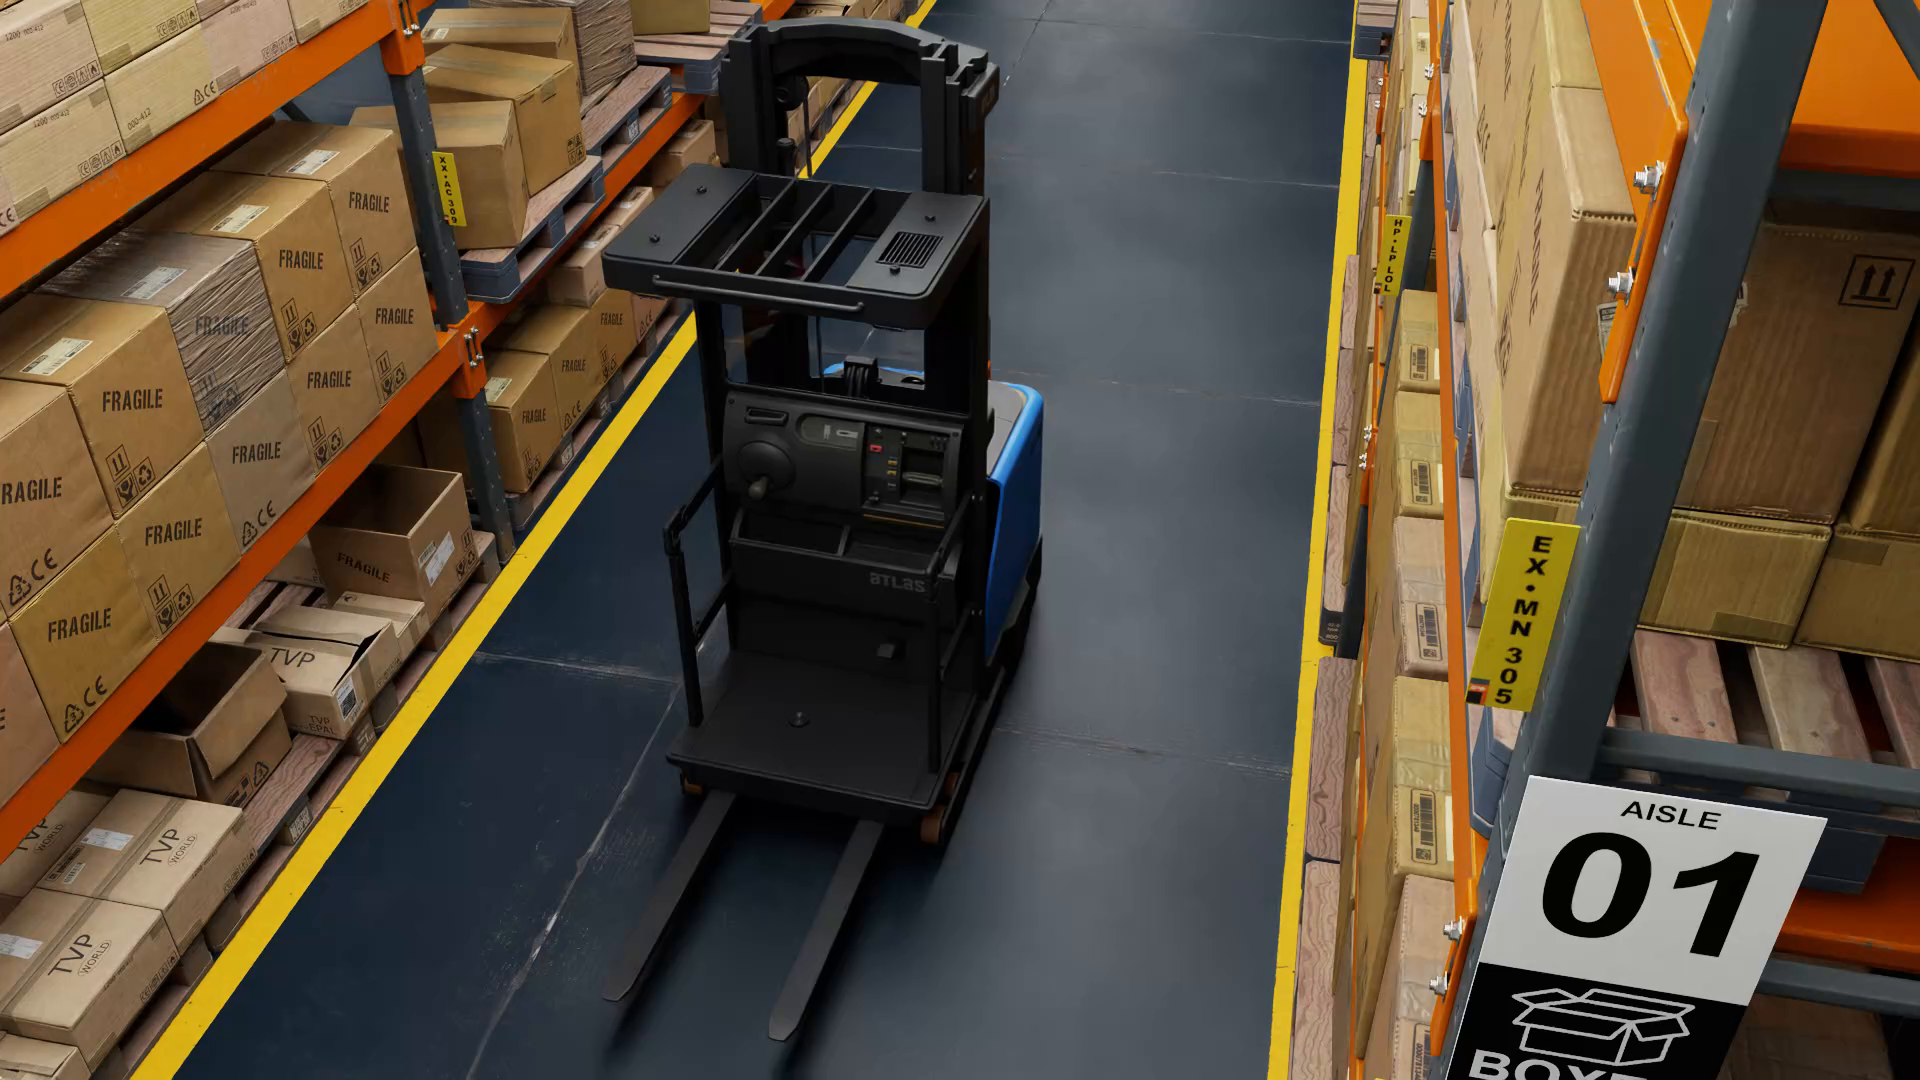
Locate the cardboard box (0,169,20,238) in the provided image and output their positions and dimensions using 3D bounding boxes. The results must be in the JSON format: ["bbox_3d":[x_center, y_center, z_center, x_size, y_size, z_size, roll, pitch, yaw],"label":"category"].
[{"bbox_3d":[-2.952,-0.881,4.482,0.500,0.250,0.500,7,37,10],"label":"cardboard box"}]

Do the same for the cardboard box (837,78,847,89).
[{"bbox_3d":[-1.106,-3.680,12.757,0.500,0.250,0.500,8,37,11],"label":"cardboard box"}]

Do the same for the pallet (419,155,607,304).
[{"bbox_3d":[-2.403,-1.553,8.000,1.003,0.211,1.213,7,37,10],"label":"pallet"}]

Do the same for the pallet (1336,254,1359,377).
[{"bbox_3d":[2.772,-1.289,9.848,1.003,0.211,1.213,7,37,10],"label":"pallet"}]

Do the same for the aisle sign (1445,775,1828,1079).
[{"bbox_3d":[0.997,0.677,2.545,0.394,0.787,0.004,7,37,10],"label":"aisle sign"}]

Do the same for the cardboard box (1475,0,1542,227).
[{"bbox_3d":[1.416,-0.981,3.538,0.500,0.500,0.500,6,36,8],"label":"cardboard box"}]

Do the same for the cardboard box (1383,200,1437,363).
[{"bbox_3d":[2.012,-1.032,6.763,0.500,0.500,0.500,7,36,9],"label":"cardboard box"}]

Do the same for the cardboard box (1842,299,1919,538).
[{"bbox_3d":[1.697,-0.330,2.639,0.500,0.500,0.500,6,36,8],"label":"cardboard box"}]

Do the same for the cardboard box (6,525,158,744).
[{"bbox_3d":[-2.968,0.262,5.248,0.500,0.500,0.500,7,37,10],"label":"cardboard box"}]

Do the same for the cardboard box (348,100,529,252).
[{"bbox_3d":[-2.361,-1.640,7.514,0.700,0.500,0.500,-4,36,-6],"label":"cardboard box"}]

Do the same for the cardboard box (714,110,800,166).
[{"bbox_3d":[-1.428,-2.799,11.542,0.500,0.250,0.500,7,37,10],"label":"cardboard box"}]

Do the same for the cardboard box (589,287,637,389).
[{"bbox_3d":[-2.122,-1.192,9.093,0.500,0.500,0.500,8,37,11],"label":"cardboard box"}]

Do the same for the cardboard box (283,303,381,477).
[{"bbox_3d":[-2.646,-0.612,6.453,0.500,0.500,0.500,8,37,11],"label":"cardboard box"}]

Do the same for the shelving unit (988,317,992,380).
[{"bbox_3d":[0.003,-0.494,7.909,0.258,1.200,0.189,7,37,10],"label":"shelving unit"}]

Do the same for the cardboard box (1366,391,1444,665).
[{"bbox_3d":[1.866,0.038,5.386,0.980,0.700,0.700,6,36,9],"label":"cardboard box"}]

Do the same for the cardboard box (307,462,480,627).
[{"bbox_3d":[-2.525,0.010,7.435,0.500,0.500,0.500,7,37,10],"label":"cardboard box"}]

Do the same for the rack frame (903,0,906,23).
[{"bbox_3d":[-0.972,-5.772,13.658,1.000,3.000,0.127,7,37,10],"label":"rack frame"}]

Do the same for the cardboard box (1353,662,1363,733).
[{"bbox_3d":[1.648,0.602,6.083,0.380,0.149,0.250,8,37,12],"label":"cardboard box"}]

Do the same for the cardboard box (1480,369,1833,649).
[{"bbox_3d":[1.202,-0.091,2.949,0.500,0.250,0.500,8,37,11],"label":"cardboard box"}]

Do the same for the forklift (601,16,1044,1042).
[{"bbox_3d":[-0.503,-0.238,6.081,1.130,2.935,3.031,9,37,13],"label":"forklift"}]

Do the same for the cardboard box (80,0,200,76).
[{"bbox_3d":[-2.738,-1.657,5.126,0.500,0.250,0.500,7,37,10],"label":"cardboard box"}]

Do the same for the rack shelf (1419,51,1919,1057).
[{"bbox_3d":[1.732,-0.344,4.225,1.077,0.370,4.000,7,37,10],"label":"rack shelf"}]

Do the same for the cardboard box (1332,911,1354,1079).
[{"bbox_3d":[1.571,1.579,5.288,0.700,0.500,0.500,6,36,8],"label":"cardboard box"}]

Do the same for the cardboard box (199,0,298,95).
[{"bbox_3d":[-2.642,-1.742,5.670,0.500,0.250,0.500,7,37,10],"label":"cardboard box"}]

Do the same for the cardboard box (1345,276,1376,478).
[{"bbox_3d":[2.358,-0.766,8.224,0.750,0.750,0.750,8,37,11],"label":"cardboard box"}]

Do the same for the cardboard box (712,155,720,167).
[{"bbox_3d":[-1.797,-2.080,10.318,0.500,0.500,0.500,9,37,12],"label":"cardboard box"}]

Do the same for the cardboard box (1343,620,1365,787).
[{"bbox_3d":[1.900,0.691,6.513,0.700,0.500,0.500,8,37,11],"label":"cardboard box"}]

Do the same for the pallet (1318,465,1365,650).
[{"bbox_3d":[2.251,0.110,7.918,1.003,0.211,1.213,7,37,10],"label":"pallet"}]

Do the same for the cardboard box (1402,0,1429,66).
[{"bbox_3d":[2.448,-2.510,8.162,0.500,0.250,0.500,8,37,10],"label":"cardboard box"}]

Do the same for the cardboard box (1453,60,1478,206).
[{"bbox_3d":[1.529,-0.983,4.179,0.500,0.250,0.500,6,36,9],"label":"cardboard box"}]

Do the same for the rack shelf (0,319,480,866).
[{"bbox_3d":[-3.108,0.252,5.959,1.077,0.370,4.000,7,37,10],"label":"rack shelf"}]

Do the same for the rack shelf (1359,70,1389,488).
[{"bbox_3d":[2.587,-1.423,8.270,1.077,0.370,4.000,7,37,10],"label":"rack shelf"}]

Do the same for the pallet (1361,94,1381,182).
[{"bbox_3d":[3.445,-2.876,12.039,1.003,0.211,1.213,7,37,10],"label":"pallet"}]

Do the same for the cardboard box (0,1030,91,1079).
[{"bbox_3d":[-3.056,1.736,5.338,0.380,0.166,0.250,7,37,10],"label":"cardboard box"}]

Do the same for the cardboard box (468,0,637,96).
[{"bbox_3d":[-2.233,-2.814,9.134,0.700,0.500,0.500,14,38,19],"label":"cardboard box"}]

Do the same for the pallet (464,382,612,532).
[{"bbox_3d":[-2.544,-0.528,8.799,1.003,0.211,1.213,7,37,10],"label":"pallet"}]

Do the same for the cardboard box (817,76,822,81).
[{"bbox_3d":[-1.212,-3.621,12.197,0.500,0.311,0.500,6,36,9],"label":"cardboard box"}]

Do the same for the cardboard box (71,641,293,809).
[{"bbox_3d":[-3.077,0.724,6.447,0.797,0.503,0.637,7,37,10],"label":"cardboard box"}]

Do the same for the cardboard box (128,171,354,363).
[{"bbox_3d":[-2.643,-1.015,6.157,0.500,0.500,0.500,7,36,9],"label":"cardboard box"}]

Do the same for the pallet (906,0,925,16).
[{"bbox_3d":[-0.761,-5.094,15.099,1.003,0.211,1.213,7,37,10],"label":"pallet"}]

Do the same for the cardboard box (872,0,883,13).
[{"bbox_3d":[-0.883,-4.489,13.395,0.500,0.311,0.500,8,37,11],"label":"cardboard box"}]

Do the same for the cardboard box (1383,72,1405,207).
[{"bbox_3d":[2.328,-1.900,7.960,0.500,0.500,0.500,8,37,11],"label":"cardboard box"}]

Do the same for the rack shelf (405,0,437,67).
[{"bbox_3d":[-2.253,-3.256,8.243,1.077,0.370,4.000,7,37,10],"label":"rack shelf"}]

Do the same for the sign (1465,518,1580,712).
[{"bbox_3d":[0.778,0.109,2.300,0.100,0.325,0.005,7,37,10],"label":"sign"}]

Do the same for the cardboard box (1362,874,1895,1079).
[{"bbox_3d":[1.404,1.311,3.630,0.980,0.700,0.700,9,37,12],"label":"cardboard box"}]

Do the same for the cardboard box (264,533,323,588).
[{"bbox_3d":[-2.982,-0.062,7.696,0.500,0.311,0.500,7,37,10],"label":"cardboard box"}]

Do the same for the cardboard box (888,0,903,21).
[{"bbox_3d":[-0.777,-4.555,13.964,0.500,0.250,0.500,7,37,10],"label":"cardboard box"}]

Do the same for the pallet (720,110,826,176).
[{"bbox_3d":[-1.612,-2.817,11.957,1.003,0.211,1.213,7,37,10],"label":"pallet"}]

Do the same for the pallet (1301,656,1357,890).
[{"bbox_3d":[1.921,0.988,6.707,1.003,0.211,1.213,7,37,10],"label":"pallet"}]

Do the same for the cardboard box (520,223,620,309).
[{"bbox_3d":[-2.126,-1.476,8.846,0.500,0.250,0.500,7,37,10],"label":"cardboard box"}]

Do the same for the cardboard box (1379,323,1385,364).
[{"bbox_3d":[1.986,-0.851,7.065,0.380,0.149,0.250,8,37,11],"label":"cardboard box"}]

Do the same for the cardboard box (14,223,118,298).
[{"bbox_3d":[-3.276,-0.806,5.869,0.500,0.500,0.500,6,36,9],"label":"cardboard box"}]

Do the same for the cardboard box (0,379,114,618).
[{"bbox_3d":[-2.967,-0.146,4.959,0.500,0.500,0.500,8,37,11],"label":"cardboard box"}]

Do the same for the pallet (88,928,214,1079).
[{"bbox_3d":[-3.349,1.736,5.676,1.003,0.211,1.213,7,37,10],"label":"pallet"}]

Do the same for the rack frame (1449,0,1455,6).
[{"bbox_3d":[2.160,-2.996,4.716,1.000,3.000,0.127,7,37,10],"label":"rack frame"}]

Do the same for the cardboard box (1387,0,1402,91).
[{"bbox_3d":[2.660,-2.783,9.178,0.500,0.500,0.500,8,37,11],"label":"cardboard box"}]
